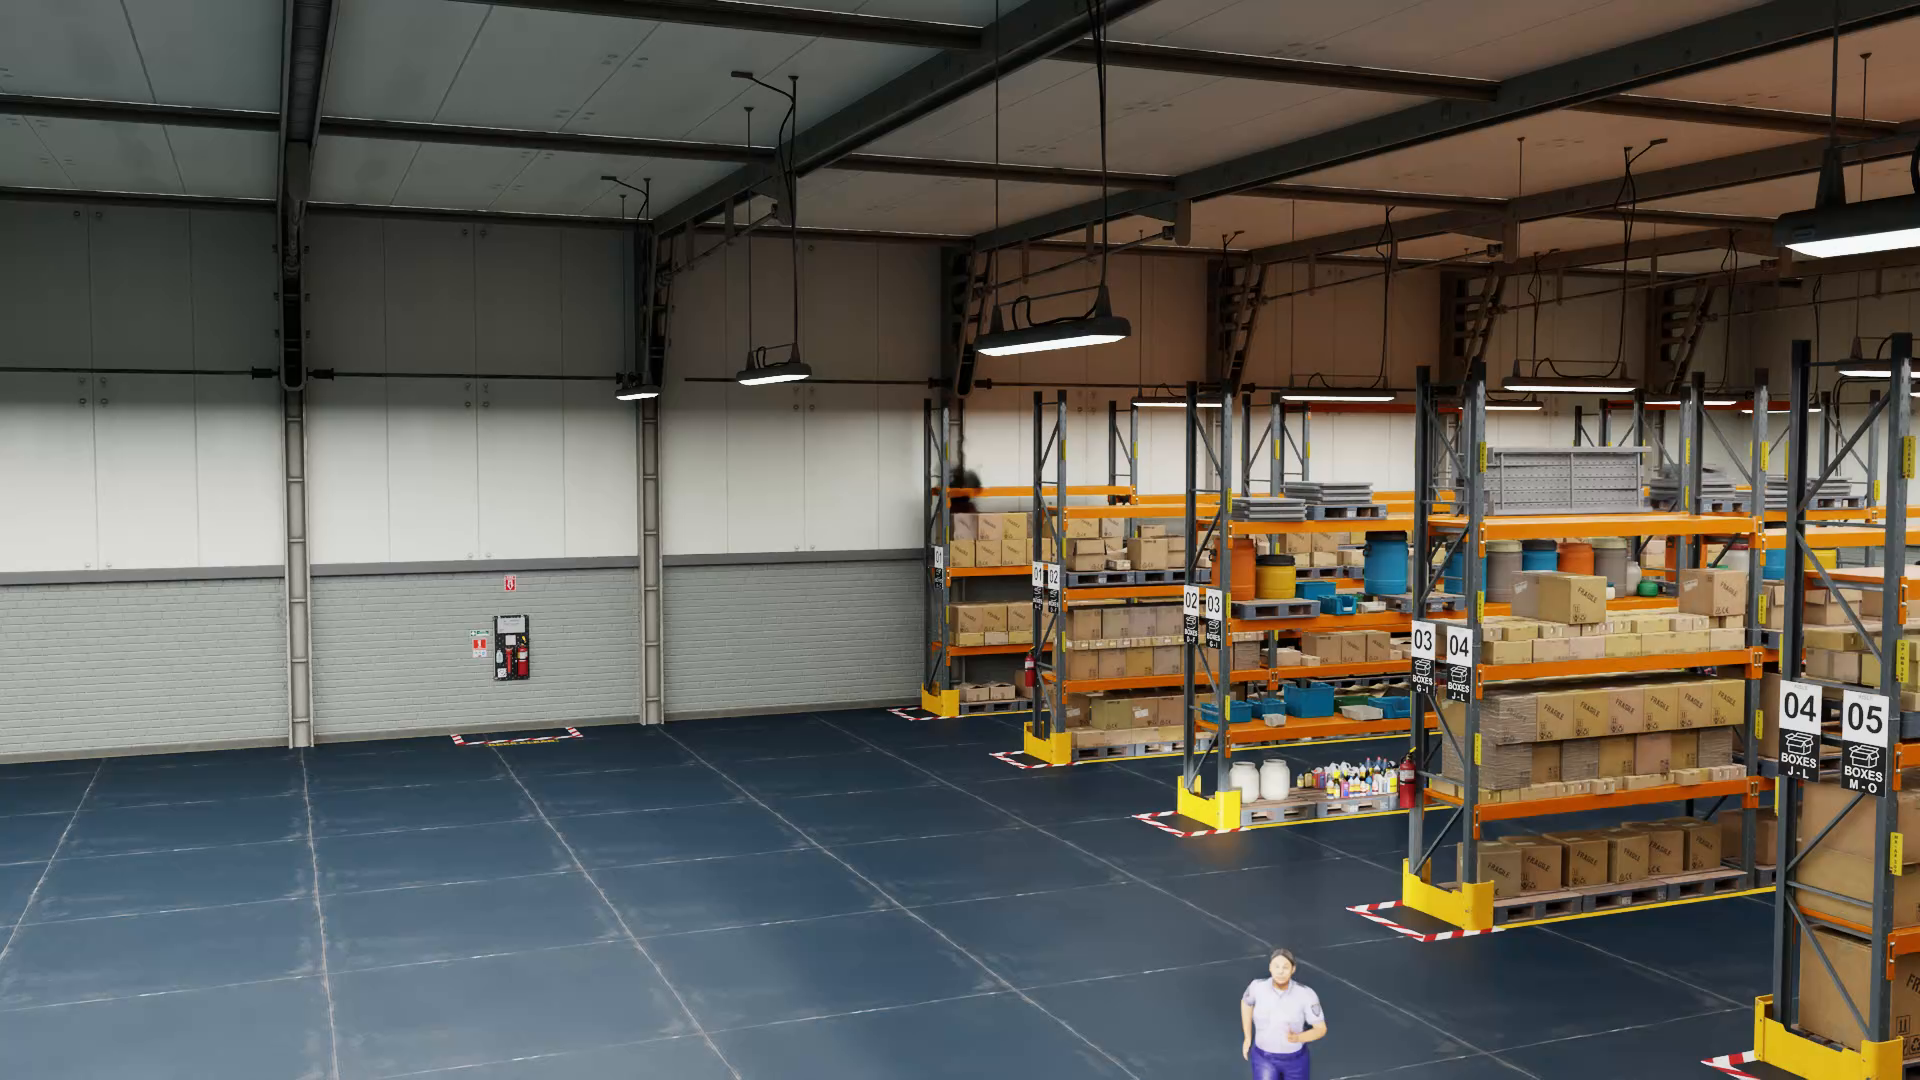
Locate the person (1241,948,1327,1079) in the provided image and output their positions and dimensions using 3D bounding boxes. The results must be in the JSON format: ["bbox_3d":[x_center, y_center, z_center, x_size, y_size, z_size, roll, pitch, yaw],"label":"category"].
[{"bbox_3d":[2.248,3.650,11.600,0.607,1.619,0.888,1,3,15],"label":"person"}]

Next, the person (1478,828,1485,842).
[{"bbox_3d":[6.286,3.127,20.339,0.614,1.690,0.596,-2,4,-34],"label":"person"}]
